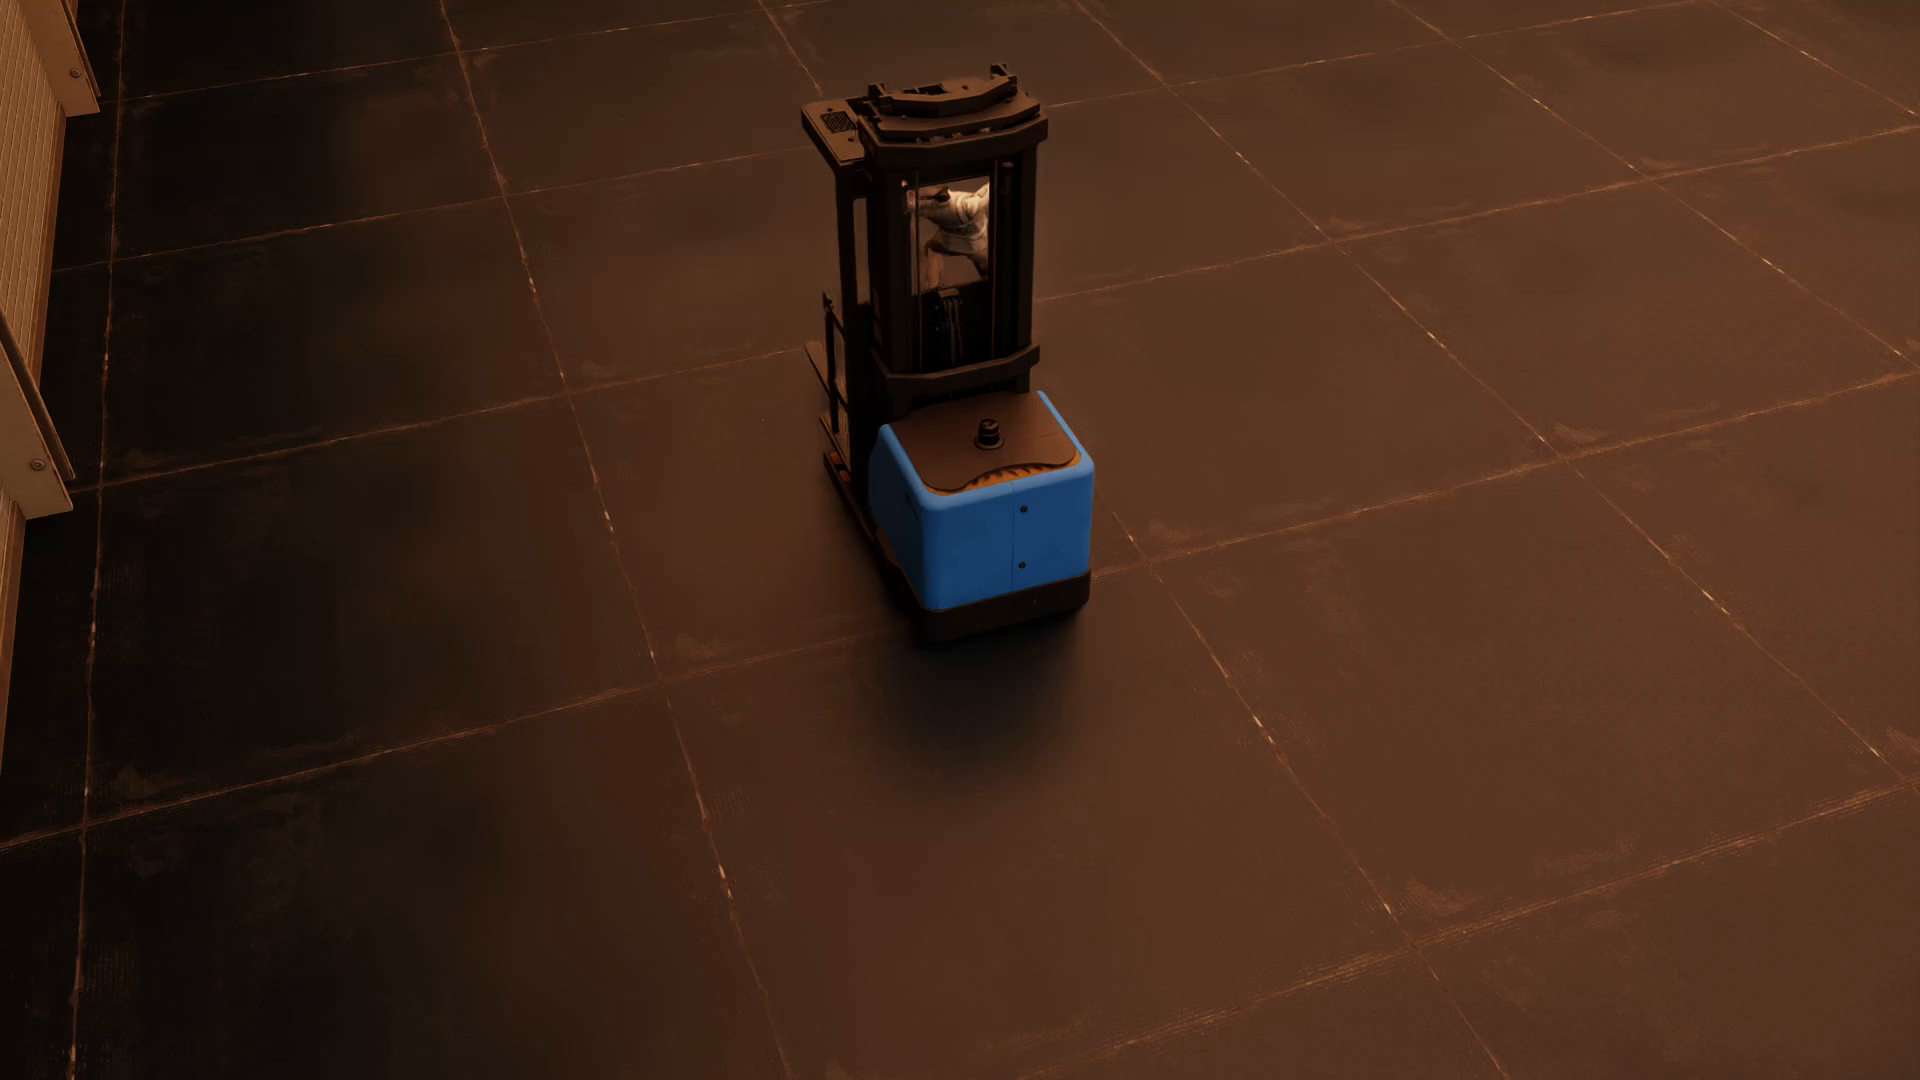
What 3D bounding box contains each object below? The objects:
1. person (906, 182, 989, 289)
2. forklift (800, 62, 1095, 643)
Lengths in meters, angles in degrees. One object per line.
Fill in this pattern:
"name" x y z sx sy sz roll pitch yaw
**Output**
"person" -0.109 -2.141 11.639 0.876 1.531 0.761 14 42 16
"forklift" -0.235 -1.493 9.774 1.130 2.935 3.031 -14 42 -16
